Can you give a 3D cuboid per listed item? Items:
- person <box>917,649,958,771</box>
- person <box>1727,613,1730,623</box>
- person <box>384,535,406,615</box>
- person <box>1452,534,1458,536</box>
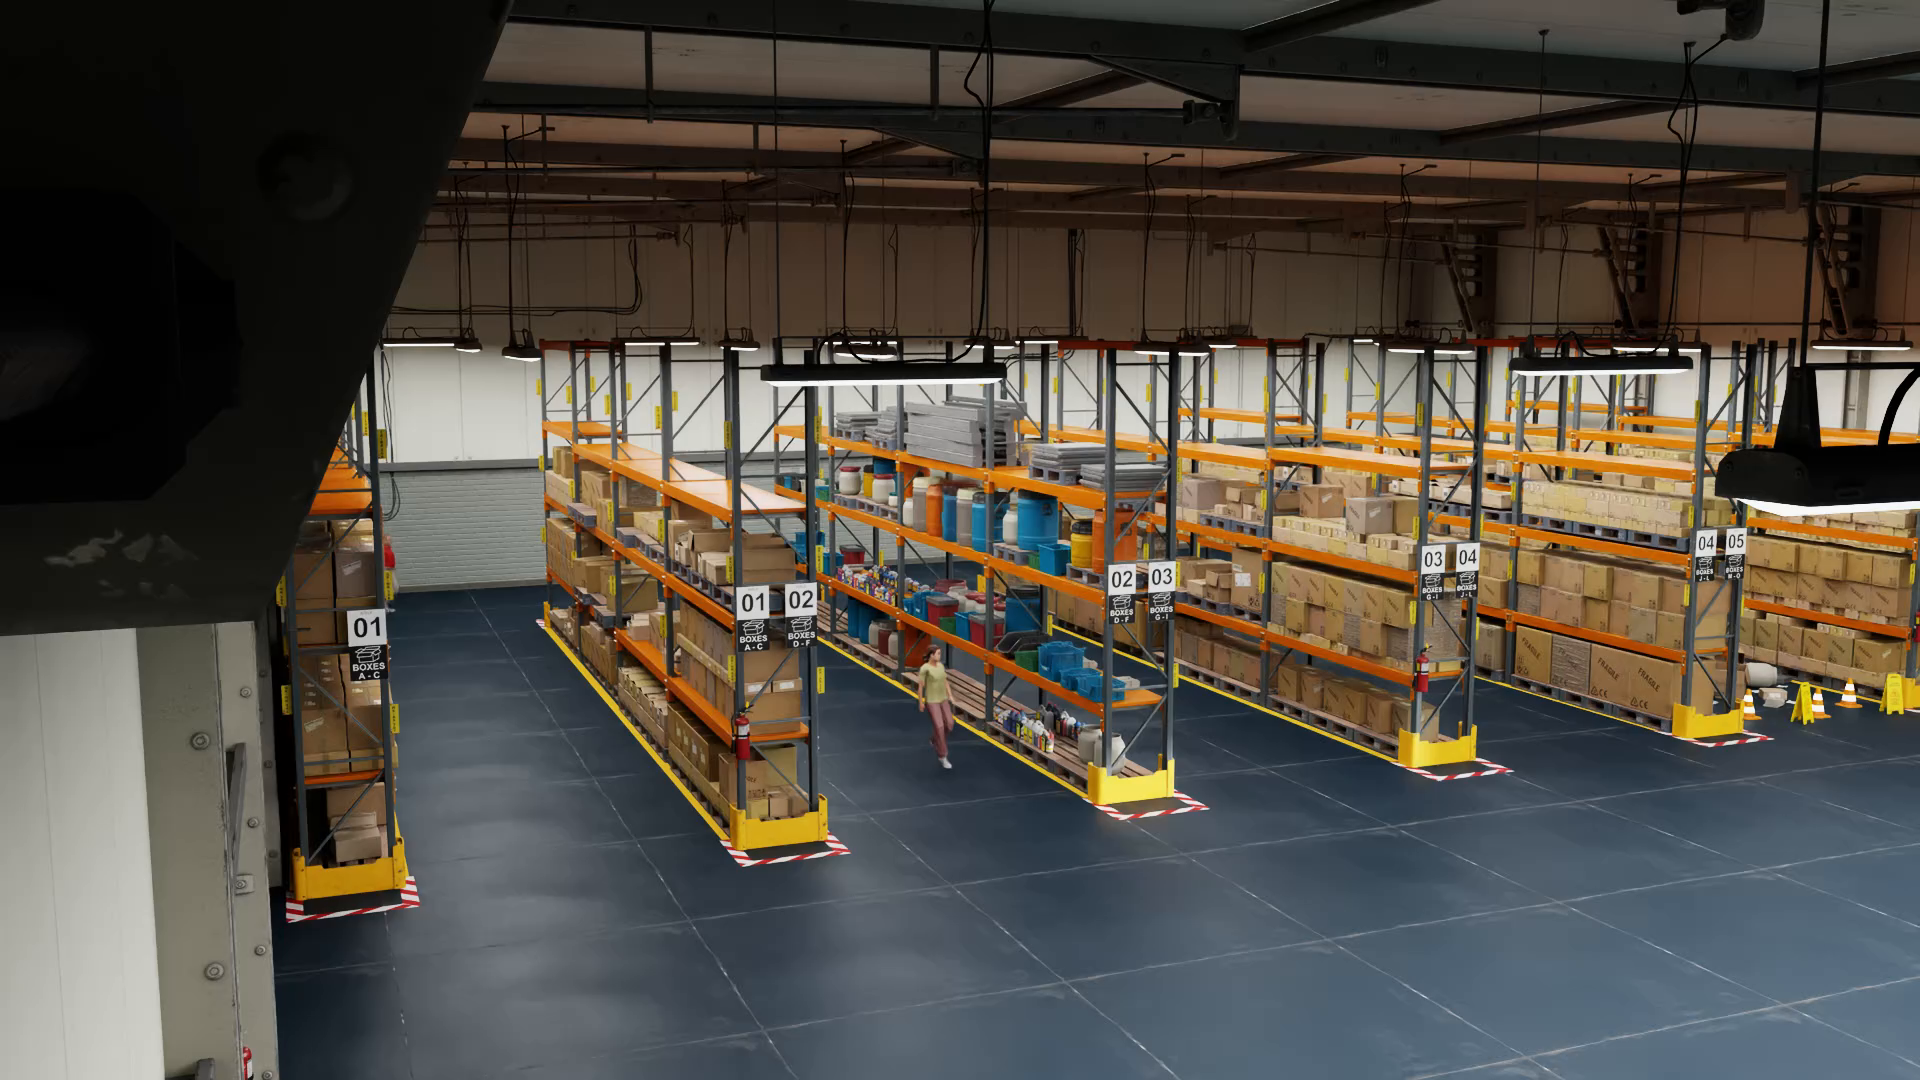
[{"bbox_3d":[-0.261,2.392,23.669,0.772,1.646,0.467,6,10,39],"label":"person"},{"bbox_3d":[15.457,1.120,33.360,0.616,1.778,0.579,-5,9,-31],"label":"person"},{"bbox_3d":[-12.429,0.780,36.396,0.553,1.802,0.548,-3,8,-20],"label":"person"},{"bbox_3d":[10.870,0.783,36.611,0.591,1.683,0.539,5,9,32],"label":"person"}]
